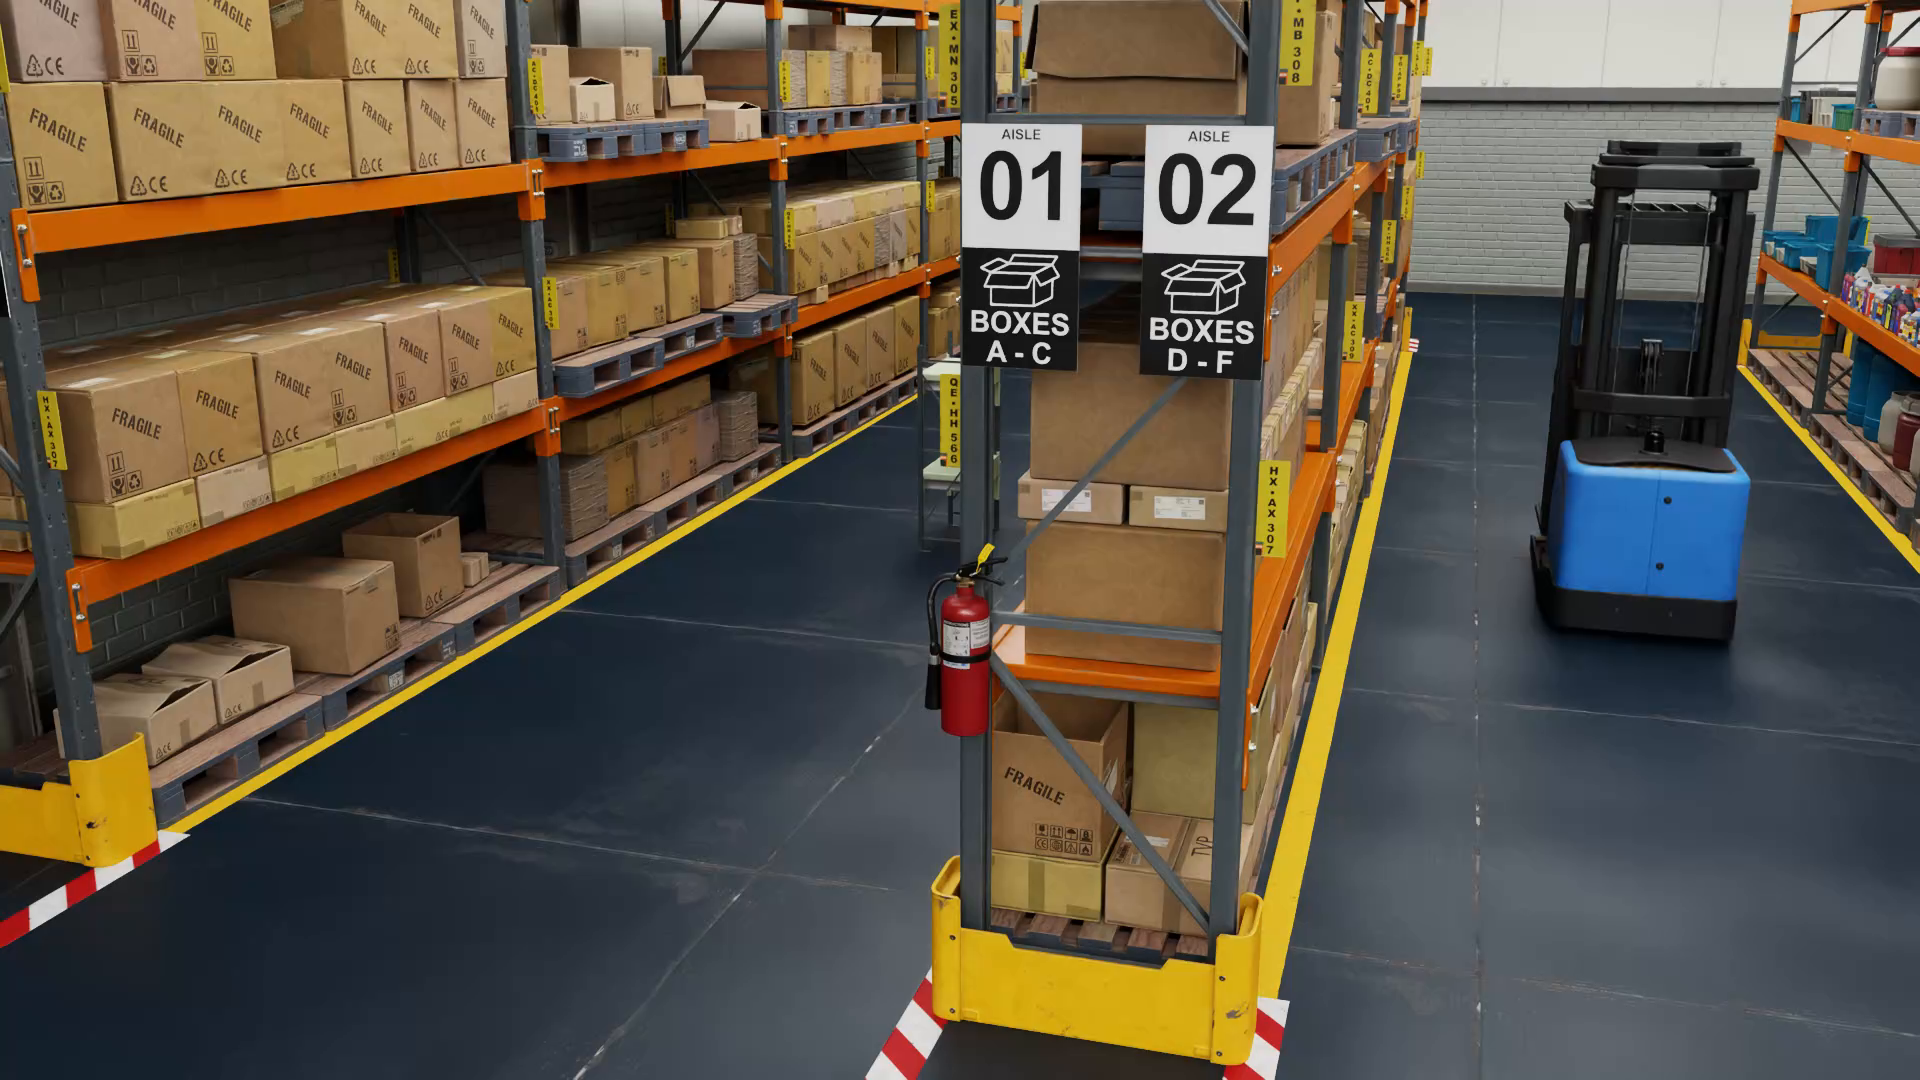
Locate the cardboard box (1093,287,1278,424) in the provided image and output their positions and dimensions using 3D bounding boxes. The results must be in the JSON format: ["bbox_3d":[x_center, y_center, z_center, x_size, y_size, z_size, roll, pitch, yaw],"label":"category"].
[{"bbox_3d":[0.943,-0.769,6.984,0.700,0.500,0.500,5,16,16],"label":"cardboard box"}]

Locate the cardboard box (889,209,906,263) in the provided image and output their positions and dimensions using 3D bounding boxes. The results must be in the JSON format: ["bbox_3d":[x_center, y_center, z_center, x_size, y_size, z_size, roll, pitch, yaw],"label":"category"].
[{"bbox_3d":[-0.869,-3.141,17.142,0.500,0.500,0.500,5,17,16],"label":"cardboard box"}]

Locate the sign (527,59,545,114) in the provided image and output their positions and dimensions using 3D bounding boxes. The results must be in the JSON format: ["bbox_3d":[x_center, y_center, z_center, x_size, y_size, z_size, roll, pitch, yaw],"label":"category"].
[{"bbox_3d":[-2.595,-2.774,10.167,0.100,0.325,0.005,5,16,16],"label":"sign"}]

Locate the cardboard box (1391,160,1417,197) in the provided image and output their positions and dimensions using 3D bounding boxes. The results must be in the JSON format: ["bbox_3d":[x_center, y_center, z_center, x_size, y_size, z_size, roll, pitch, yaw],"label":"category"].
[{"bbox_3d":[5.180,-4.270,19.870,0.500,0.500,0.500,4,16,15],"label":"cardboard box"}]

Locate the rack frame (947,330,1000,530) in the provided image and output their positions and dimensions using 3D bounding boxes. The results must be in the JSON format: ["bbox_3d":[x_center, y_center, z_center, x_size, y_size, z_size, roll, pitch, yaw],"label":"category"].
[{"bbox_3d":[0.102,-0.816,12.456,0.400,1.500,0.023,5,16,16],"label":"rack frame"}]

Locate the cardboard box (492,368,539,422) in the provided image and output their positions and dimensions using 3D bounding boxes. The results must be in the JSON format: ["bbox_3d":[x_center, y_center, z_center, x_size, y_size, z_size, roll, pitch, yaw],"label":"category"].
[{"bbox_3d":[-2.961,-0.912,10.286,0.500,0.250,0.500,5,16,16],"label":"cardboard box"}]

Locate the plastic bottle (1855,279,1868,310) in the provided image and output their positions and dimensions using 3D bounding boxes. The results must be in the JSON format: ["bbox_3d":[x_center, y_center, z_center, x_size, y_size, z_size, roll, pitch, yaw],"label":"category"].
[{"bbox_3d":[7.995,-2.169,14.716,0.097,0.271,0.097,0,16,0],"label":"plastic bottle"}]

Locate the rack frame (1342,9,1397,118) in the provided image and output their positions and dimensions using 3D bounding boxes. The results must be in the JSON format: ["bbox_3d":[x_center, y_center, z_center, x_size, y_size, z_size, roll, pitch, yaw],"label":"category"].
[{"bbox_3d":[2.770,-4.671,12.308,1.000,3.000,0.127,5,16,16],"label":"rack frame"}]

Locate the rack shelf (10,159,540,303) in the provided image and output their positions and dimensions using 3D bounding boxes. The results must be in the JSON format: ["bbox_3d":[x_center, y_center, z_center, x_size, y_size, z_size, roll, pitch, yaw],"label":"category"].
[{"bbox_3d":[-3.686,-1.696,8.632,1.077,0.370,4.000,5,16,16],"label":"rack shelf"}]

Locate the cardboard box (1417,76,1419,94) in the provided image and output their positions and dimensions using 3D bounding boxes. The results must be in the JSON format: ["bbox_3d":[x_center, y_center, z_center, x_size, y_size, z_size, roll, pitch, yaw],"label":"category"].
[{"bbox_3d":[4.854,-5.074,18.583,0.500,0.250,0.500,5,16,16],"label":"cardboard box"}]

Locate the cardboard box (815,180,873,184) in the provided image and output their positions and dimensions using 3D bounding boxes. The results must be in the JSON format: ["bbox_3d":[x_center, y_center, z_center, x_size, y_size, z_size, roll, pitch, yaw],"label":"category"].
[{"bbox_3d":[-1.224,-3.676,17.655,0.500,0.250,0.500,5,17,18],"label":"cardboard box"}]

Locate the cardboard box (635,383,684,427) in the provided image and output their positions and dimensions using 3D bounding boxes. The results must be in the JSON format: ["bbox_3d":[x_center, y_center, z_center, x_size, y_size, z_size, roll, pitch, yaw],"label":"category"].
[{"bbox_3d":[-2.499,-1.067,12.993,0.500,0.250,0.500,5,16,16],"label":"cardboard box"}]

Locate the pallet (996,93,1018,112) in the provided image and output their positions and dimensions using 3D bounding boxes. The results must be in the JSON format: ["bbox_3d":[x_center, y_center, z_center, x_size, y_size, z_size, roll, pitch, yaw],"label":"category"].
[{"bbox_3d":[0.092,-5.467,20.772,1.003,0.211,1.213,5,16,16],"label":"pallet"}]

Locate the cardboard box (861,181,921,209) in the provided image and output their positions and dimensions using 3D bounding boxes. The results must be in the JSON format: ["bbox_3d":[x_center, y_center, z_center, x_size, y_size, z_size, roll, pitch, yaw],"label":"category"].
[{"bbox_3d":[-0.731,-3.634,17.507,0.500,0.250,0.500,5,17,17],"label":"cardboard box"}]

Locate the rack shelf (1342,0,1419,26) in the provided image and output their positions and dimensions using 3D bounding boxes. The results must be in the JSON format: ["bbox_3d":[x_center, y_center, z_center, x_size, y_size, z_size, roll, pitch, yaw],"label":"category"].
[{"bbox_3d":[3.338,-4.656,14.305,1.077,0.370,4.000,5,16,16],"label":"rack shelf"}]

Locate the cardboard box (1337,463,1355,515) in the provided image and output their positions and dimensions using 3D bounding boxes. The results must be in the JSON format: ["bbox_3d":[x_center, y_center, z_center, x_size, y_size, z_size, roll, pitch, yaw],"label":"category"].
[{"bbox_3d":[2.425,-0.379,11.410,0.500,0.311,0.500,5,17,17],"label":"cardboard box"}]

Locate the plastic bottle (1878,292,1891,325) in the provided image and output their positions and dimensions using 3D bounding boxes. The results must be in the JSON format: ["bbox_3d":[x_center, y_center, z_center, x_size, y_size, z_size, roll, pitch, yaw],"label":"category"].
[{"bbox_3d":[7.742,-1.937,13.896,0.097,0.271,0.097,0,16,0],"label":"plastic bottle"}]

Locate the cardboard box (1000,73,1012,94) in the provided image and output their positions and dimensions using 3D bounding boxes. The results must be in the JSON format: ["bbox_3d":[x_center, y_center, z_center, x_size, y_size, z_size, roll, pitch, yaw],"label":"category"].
[{"bbox_3d":[0.339,-5.670,20.649,0.500,0.250,0.500,5,17,18],"label":"cardboard box"}]

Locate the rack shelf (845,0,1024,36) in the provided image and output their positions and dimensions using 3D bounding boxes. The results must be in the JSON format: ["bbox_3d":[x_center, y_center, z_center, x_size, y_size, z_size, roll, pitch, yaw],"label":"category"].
[{"bbox_3d":[-0.276,-6.086,19.346,1.077,0.370,4.000,5,16,16],"label":"rack shelf"}]

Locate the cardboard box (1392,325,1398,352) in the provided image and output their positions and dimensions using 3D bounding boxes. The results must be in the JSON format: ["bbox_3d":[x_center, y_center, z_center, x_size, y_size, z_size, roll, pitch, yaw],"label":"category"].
[{"bbox_3d":[4.826,-2.360,19.384,0.500,0.250,0.500,5,16,16],"label":"cardboard box"}]

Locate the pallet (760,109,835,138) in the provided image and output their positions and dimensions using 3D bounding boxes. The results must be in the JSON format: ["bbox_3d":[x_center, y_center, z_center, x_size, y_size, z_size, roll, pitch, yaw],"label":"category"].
[{"bbox_3d":[-1.849,-3.693,14.702,1.213,0.211,1.003,5,17,18],"label":"pallet"}]

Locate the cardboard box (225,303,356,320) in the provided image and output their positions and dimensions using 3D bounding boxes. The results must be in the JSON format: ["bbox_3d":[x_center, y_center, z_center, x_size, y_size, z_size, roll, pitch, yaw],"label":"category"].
[{"bbox_3d":[-3.749,-1.048,9.393,0.500,0.500,0.500,5,17,17],"label":"cardboard box"}]

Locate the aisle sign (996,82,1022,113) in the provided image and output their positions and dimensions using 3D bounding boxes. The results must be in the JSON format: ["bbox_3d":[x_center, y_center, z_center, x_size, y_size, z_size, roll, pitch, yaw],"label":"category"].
[{"bbox_3d":[0.601,-5.508,21.486,0.394,0.787,0.004,5,16,16],"label":"aisle sign"}]

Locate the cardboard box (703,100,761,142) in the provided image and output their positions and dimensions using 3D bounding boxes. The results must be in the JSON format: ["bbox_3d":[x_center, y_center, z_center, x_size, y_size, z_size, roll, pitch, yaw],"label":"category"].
[{"bbox_3d":[-1.926,-3.369,13.340,0.500,0.311,0.500,5,16,16],"label":"cardboard box"}]

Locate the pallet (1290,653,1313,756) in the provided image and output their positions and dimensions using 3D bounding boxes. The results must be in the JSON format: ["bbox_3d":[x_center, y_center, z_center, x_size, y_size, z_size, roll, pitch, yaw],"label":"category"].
[{"bbox_3d":[1.367,0.808,9.095,1.003,0.211,1.213,5,16,16],"label":"pallet"}]

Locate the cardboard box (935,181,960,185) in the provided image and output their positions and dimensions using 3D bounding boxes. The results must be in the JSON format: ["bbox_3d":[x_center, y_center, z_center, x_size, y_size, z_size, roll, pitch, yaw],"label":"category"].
[{"bbox_3d":[-0.039,-4.080,20.668,0.980,0.700,0.700,4,16,15],"label":"cardboard box"}]

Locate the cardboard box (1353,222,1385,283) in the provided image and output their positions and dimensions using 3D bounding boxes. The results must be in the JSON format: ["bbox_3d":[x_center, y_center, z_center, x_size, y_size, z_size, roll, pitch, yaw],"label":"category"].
[{"bbox_3d":[3.464,-2.615,15.099,0.700,0.500,0.500,1,16,2],"label":"cardboard box"}]

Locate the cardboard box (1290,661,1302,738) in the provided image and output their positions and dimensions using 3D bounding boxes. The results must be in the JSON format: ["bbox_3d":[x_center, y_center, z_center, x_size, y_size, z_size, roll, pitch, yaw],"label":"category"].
[{"bbox_3d":[1.431,0.782,8.344,0.500,0.250,0.500,5,16,16],"label":"cardboard box"}]

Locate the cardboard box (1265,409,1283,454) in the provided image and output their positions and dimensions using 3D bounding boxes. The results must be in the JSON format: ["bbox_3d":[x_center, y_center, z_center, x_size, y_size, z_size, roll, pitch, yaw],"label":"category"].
[{"bbox_3d":[1.178,-0.475,7.137,0.380,0.149,0.250,4,16,15],"label":"cardboard box"}]

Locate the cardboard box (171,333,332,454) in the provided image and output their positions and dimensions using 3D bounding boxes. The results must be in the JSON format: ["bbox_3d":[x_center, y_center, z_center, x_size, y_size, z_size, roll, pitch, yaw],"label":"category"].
[{"bbox_3d":[-3.527,-0.738,8.300,0.500,0.500,0.500,4,16,14],"label":"cardboard box"}]

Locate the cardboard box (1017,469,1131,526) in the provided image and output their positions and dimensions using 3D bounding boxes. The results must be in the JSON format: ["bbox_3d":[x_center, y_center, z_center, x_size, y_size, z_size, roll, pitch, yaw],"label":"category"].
[{"bbox_3d":[0.422,-0.167,6.050,0.380,0.149,0.250,4,16,15],"label":"cardboard box"}]

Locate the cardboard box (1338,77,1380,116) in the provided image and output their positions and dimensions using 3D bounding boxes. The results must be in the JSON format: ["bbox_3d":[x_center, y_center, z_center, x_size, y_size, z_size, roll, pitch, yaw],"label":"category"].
[{"bbox_3d":[2.862,-3.393,13.115,0.910,0.500,0.500,5,16,16],"label":"cardboard box"}]

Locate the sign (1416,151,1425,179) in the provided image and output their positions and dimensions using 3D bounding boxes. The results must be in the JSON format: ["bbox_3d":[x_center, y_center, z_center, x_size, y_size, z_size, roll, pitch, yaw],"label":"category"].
[{"bbox_3d":[5.570,-4.539,20.134,0.100,0.325,0.005,5,16,16],"label":"sign"}]

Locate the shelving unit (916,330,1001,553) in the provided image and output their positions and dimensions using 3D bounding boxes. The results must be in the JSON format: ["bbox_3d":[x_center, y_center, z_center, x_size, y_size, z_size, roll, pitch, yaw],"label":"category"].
[{"bbox_3d":[-0.002,-0.720,12.119,0.431,1.500,0.755,5,16,16],"label":"shelving unit"}]

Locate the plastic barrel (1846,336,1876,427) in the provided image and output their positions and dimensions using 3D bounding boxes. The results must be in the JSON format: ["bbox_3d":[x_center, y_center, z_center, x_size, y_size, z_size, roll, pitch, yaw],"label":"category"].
[{"bbox_3d":[8.484,-1.498,15.190,0.600,0.901,0.708,5,16,16],"label":"plastic barrel"}]

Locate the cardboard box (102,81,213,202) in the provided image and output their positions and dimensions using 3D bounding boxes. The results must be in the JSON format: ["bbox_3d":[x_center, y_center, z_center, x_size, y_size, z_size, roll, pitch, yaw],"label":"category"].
[{"bbox_3d":[-3.733,-1.782,7.398,0.500,0.500,0.500,6,17,20],"label":"cardboard box"}]

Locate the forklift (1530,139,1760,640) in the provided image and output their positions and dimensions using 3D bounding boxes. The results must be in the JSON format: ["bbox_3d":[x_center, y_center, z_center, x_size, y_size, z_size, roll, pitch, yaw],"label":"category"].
[{"bbox_3d":[4.538,-1.173,11.094,1.130,2.935,3.031,4,16,15],"label":"forklift"}]

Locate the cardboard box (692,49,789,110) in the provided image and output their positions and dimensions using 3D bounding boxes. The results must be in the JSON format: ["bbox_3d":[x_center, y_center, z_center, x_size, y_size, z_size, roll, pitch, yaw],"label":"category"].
[{"bbox_3d":[-1.900,-4.000,14.449,0.700,0.500,0.500,3,16,12],"label":"cardboard box"}]

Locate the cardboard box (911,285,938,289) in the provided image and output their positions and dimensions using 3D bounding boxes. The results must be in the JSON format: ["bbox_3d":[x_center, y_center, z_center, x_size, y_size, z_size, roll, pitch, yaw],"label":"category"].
[{"bbox_3d":[-0.470,-2.965,19.907,0.380,0.149,0.250,5,17,16],"label":"cardboard box"}]

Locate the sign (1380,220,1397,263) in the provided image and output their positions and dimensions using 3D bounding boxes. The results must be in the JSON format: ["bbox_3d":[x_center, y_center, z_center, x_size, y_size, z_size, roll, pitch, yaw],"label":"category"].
[{"bbox_3d":[3.303,-2.300,12.820,0.100,0.325,0.005,5,16,16],"label":"sign"}]

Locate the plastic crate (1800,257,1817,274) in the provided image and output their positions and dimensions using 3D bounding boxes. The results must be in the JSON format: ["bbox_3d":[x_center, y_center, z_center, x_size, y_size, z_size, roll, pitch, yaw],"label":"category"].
[{"bbox_3d":[8.861,-2.828,17.174,0.293,0.136,0.466,5,16,16],"label":"plastic crate"}]

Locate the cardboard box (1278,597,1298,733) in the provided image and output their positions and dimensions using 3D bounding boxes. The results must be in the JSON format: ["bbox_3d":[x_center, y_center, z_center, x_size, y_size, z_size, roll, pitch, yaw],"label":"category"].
[{"bbox_3d":[1.291,0.552,7.780,0.500,0.500,0.500,5,16,16],"label":"cardboard box"}]

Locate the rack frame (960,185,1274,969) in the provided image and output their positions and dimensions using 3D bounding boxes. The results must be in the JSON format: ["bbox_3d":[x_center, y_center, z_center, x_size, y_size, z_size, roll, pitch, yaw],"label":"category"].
[{"bbox_3d":[0.496,0.308,5.747,1.000,3.000,0.127,5,16,16],"label":"rack frame"}]

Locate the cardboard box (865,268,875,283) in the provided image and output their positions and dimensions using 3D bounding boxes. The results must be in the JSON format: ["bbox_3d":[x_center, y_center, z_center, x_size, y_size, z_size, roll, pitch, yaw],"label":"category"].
[{"bbox_3d":[-1.072,-2.664,16.649,0.380,0.149,0.250,4,16,14],"label":"cardboard box"}]

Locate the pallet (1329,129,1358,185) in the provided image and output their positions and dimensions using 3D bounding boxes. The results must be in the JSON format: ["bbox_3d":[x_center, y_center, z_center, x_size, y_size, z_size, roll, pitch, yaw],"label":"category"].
[{"bbox_3d":[1.416,-1.914,8.246,1.003,0.211,1.213,5,16,16],"label":"pallet"}]

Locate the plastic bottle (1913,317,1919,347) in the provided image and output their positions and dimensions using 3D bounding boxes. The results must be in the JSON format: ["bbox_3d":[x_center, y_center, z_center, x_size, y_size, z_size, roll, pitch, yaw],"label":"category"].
[{"bbox_3d":[7.395,-1.617,12.770,0.097,0.271,0.097,0,16,0],"label":"plastic bottle"}]

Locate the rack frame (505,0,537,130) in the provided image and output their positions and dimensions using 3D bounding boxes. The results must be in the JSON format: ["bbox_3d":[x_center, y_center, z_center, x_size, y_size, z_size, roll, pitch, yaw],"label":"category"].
[{"bbox_3d":[-3.117,-4.008,9.969,1.000,3.000,0.127,5,16,16],"label":"rack frame"}]

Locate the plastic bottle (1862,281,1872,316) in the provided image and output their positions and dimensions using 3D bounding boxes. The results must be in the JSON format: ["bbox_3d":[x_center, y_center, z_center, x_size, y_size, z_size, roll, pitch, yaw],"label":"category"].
[{"bbox_3d":[7.889,-2.095,14.433,0.061,0.283,0.133,5,16,16],"label":"plastic bottle"}]

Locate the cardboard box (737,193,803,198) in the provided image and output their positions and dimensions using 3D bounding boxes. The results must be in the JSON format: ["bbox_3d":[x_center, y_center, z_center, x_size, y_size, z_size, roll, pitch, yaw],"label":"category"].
[{"bbox_3d":[-1.801,-3.138,15.756,0.500,0.250,0.500,4,16,14],"label":"cardboard box"}]

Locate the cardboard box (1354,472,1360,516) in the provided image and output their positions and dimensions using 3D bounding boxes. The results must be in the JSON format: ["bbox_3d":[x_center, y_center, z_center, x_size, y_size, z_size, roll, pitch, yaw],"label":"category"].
[{"bbox_3d":[2.711,-0.373,12.416,0.500,0.250,0.500,4,16,15],"label":"cardboard box"}]

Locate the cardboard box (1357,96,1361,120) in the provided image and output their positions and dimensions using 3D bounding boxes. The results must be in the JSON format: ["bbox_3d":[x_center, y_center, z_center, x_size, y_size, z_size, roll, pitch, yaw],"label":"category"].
[{"bbox_3d":[2.563,-3.097,11.758,0.500,0.250,0.500,5,17,17],"label":"cardboard box"}]

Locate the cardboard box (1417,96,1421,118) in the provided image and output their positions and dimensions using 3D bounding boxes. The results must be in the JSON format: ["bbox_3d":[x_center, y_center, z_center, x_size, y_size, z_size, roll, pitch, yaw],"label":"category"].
[{"bbox_3d":[5.150,-5.094,19.571,0.500,0.250,0.500,5,16,16],"label":"cardboard box"}]

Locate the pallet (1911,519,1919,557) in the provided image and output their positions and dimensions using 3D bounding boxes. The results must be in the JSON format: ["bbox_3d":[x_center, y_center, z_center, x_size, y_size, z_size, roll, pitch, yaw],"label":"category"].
[{"bbox_3d":[7.261,0.141,11.445,1.003,0.211,1.213,5,16,16],"label":"pallet"}]

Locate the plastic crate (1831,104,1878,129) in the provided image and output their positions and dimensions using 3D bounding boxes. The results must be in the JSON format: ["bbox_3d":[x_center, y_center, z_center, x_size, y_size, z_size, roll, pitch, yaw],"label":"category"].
[{"bbox_3d":[8.607,-4.072,15.999,0.416,0.233,0.300,5,16,16],"label":"plastic crate"}]
